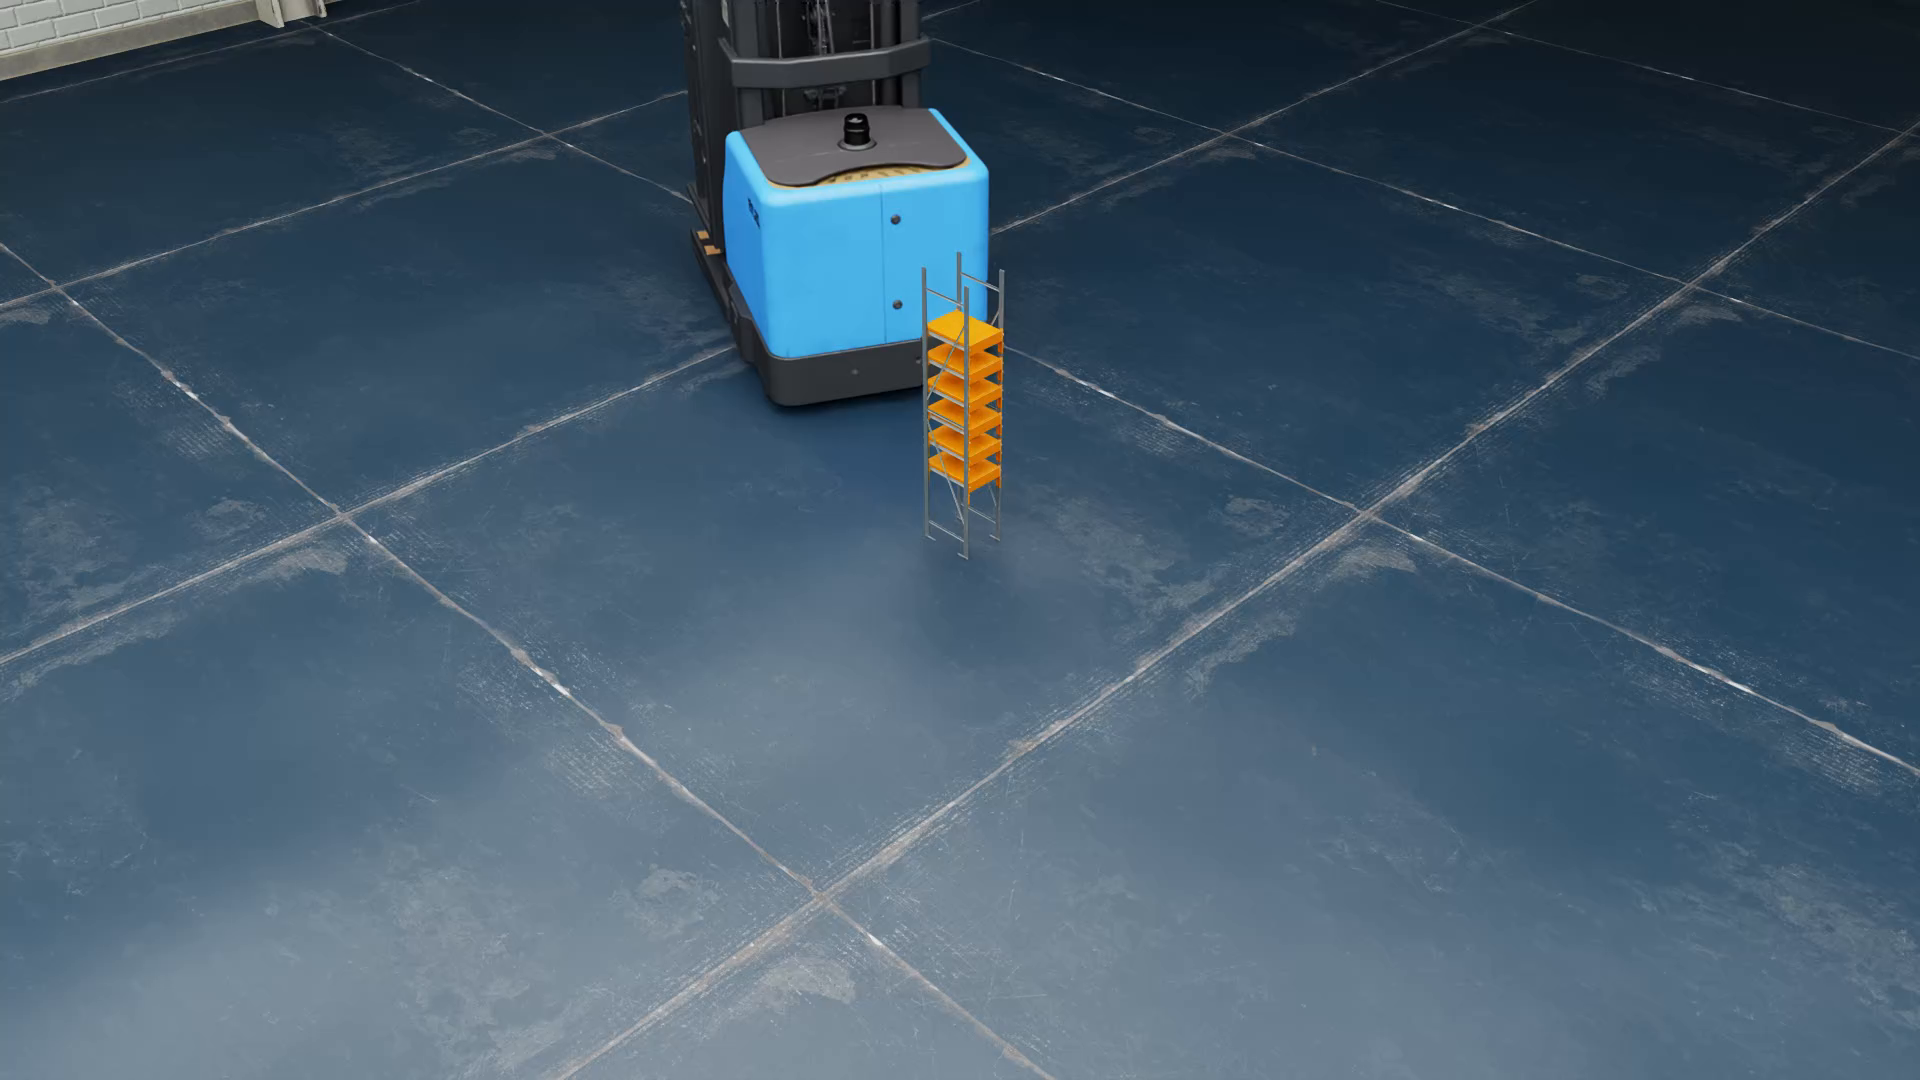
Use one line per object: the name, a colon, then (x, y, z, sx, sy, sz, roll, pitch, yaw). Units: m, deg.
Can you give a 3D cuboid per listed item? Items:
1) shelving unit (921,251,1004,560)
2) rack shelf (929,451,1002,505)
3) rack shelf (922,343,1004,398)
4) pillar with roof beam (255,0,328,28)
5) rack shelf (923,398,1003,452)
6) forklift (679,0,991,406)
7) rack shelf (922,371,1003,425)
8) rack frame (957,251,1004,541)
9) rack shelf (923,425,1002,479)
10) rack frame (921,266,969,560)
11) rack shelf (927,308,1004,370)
shelving unit: (0.010, -0.498, 6.415, 0.258, 1.200, 0.189, 30, 45, 35)
rack shelf: (0.010, -0.265, 6.578, 0.258, 0.103, 0.180, 30, 45, 35)
rack shelf: (0.010, -0.658, 6.303, 0.258, 0.103, 0.180, 30, 45, 35)
pillar with roof beam: (-1.876, -5.821, 7.230, 9.100, 9.000, 0.400, 30, 45, 35)
rack shelf: (0.010, -0.462, 6.441, 0.258, 0.103, 0.180, 30, 45, 35)
forklift: (-0.797, -2.646, 7.982, 1.130, 2.935, 3.031, -11, 36, -15)
rack shelf: (0.010, -0.560, 6.372, 0.258, 0.103, 0.180, 30, 45, 35)
rack frame: (0.075, -0.535, 6.468, 0.240, 1.200, 0.006, 30, 45, 35)
rack shelf: (0.010, -0.363, 6.509, 0.258, 0.103, 0.180, 30, 45, 35)
rack frame: (-0.054, -0.461, 6.362, 0.240, 1.200, 0.006, 30, 45, 35)
rack shelf: (0.010, -0.757, 6.235, 0.258, 0.103, 0.180, 30, 45, 35)
